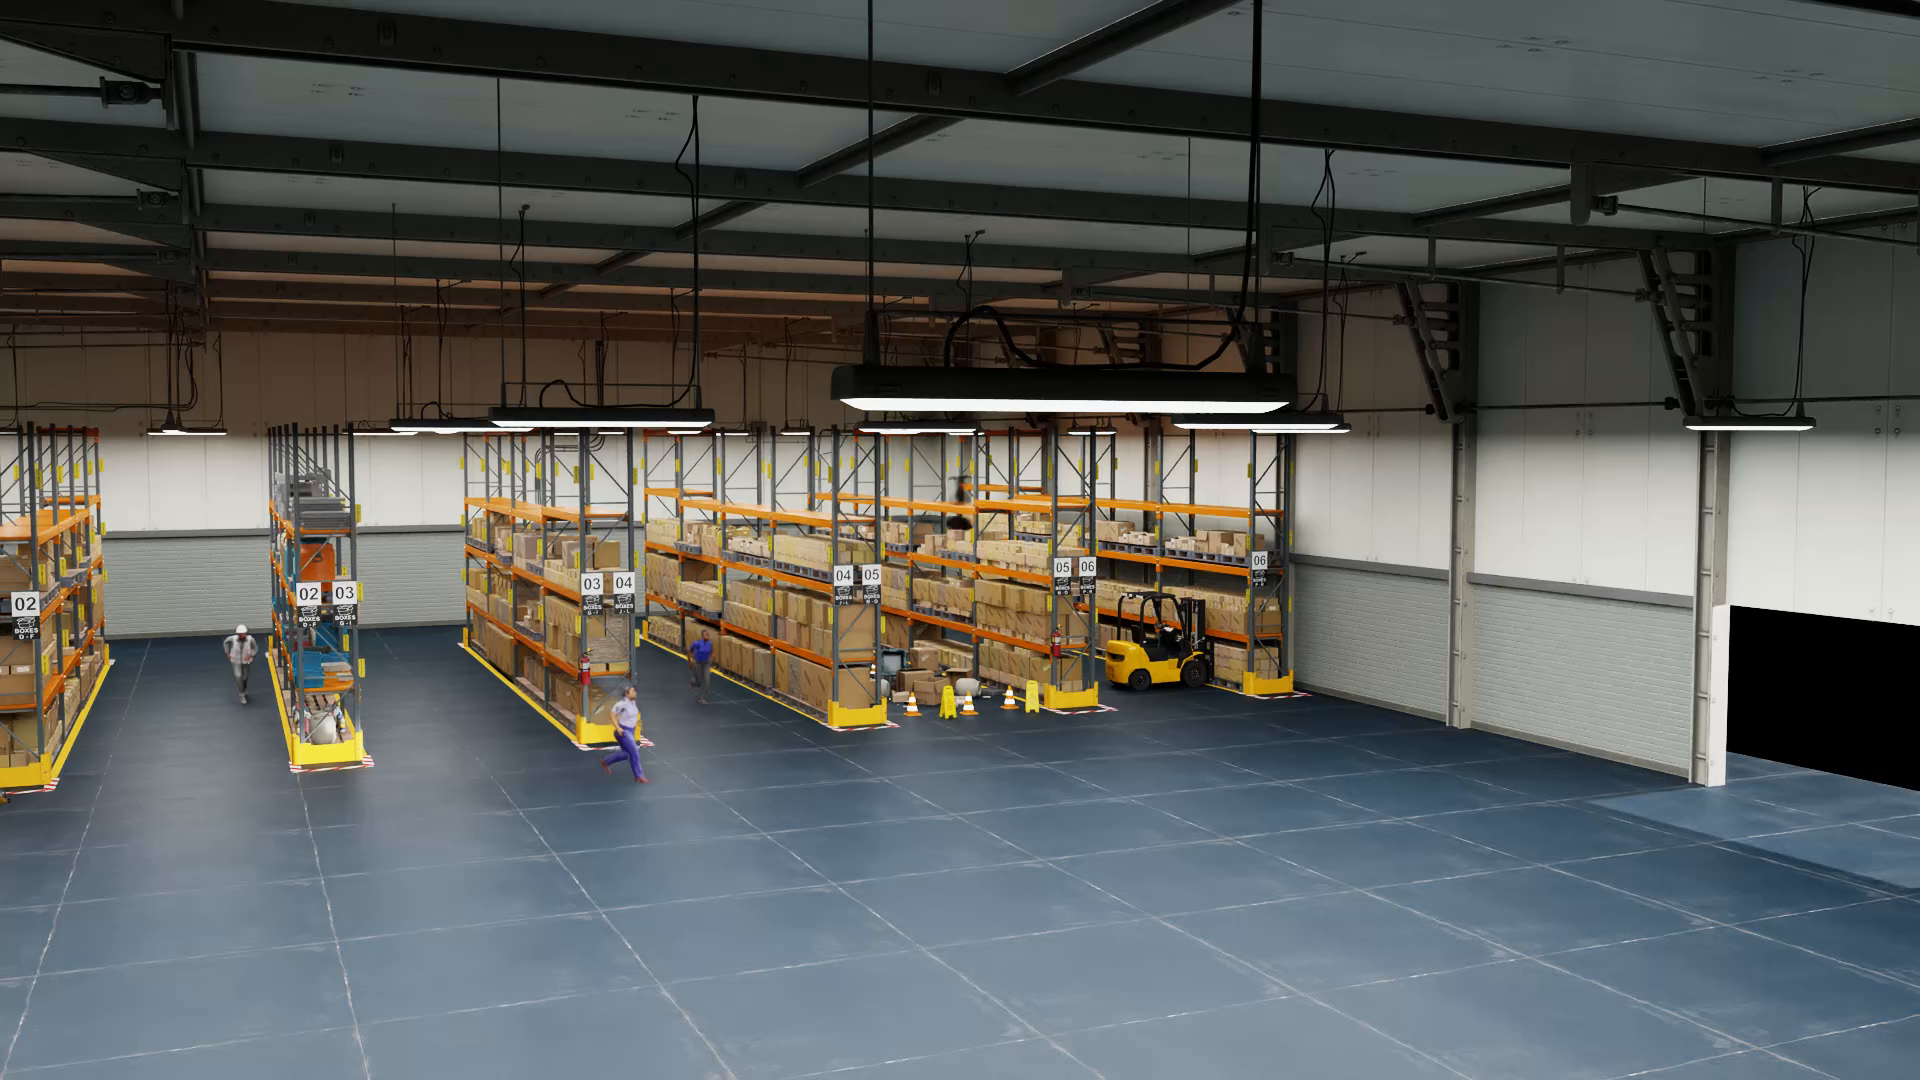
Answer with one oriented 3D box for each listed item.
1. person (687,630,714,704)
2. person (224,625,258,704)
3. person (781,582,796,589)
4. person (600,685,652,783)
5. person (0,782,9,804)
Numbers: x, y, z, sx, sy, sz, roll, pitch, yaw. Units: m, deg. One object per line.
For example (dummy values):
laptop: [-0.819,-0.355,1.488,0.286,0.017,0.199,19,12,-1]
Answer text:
person: [-5.630,2.744,36.045,0.601,1.620,0.681,-3,4,-36]
person: [-15.666,2.683,36.258,0.697,1.731,1.050,-1,4,-22]
person: [-5.268,1.709,51.934,0.772,1.758,0.547,-3,4,-39]
person: [-5.569,3.238,27.655,0.872,1.628,0.630,1,4,11]
person: [-15.294,3.242,26.082,0.957,1.751,0.759,1,4,9]
